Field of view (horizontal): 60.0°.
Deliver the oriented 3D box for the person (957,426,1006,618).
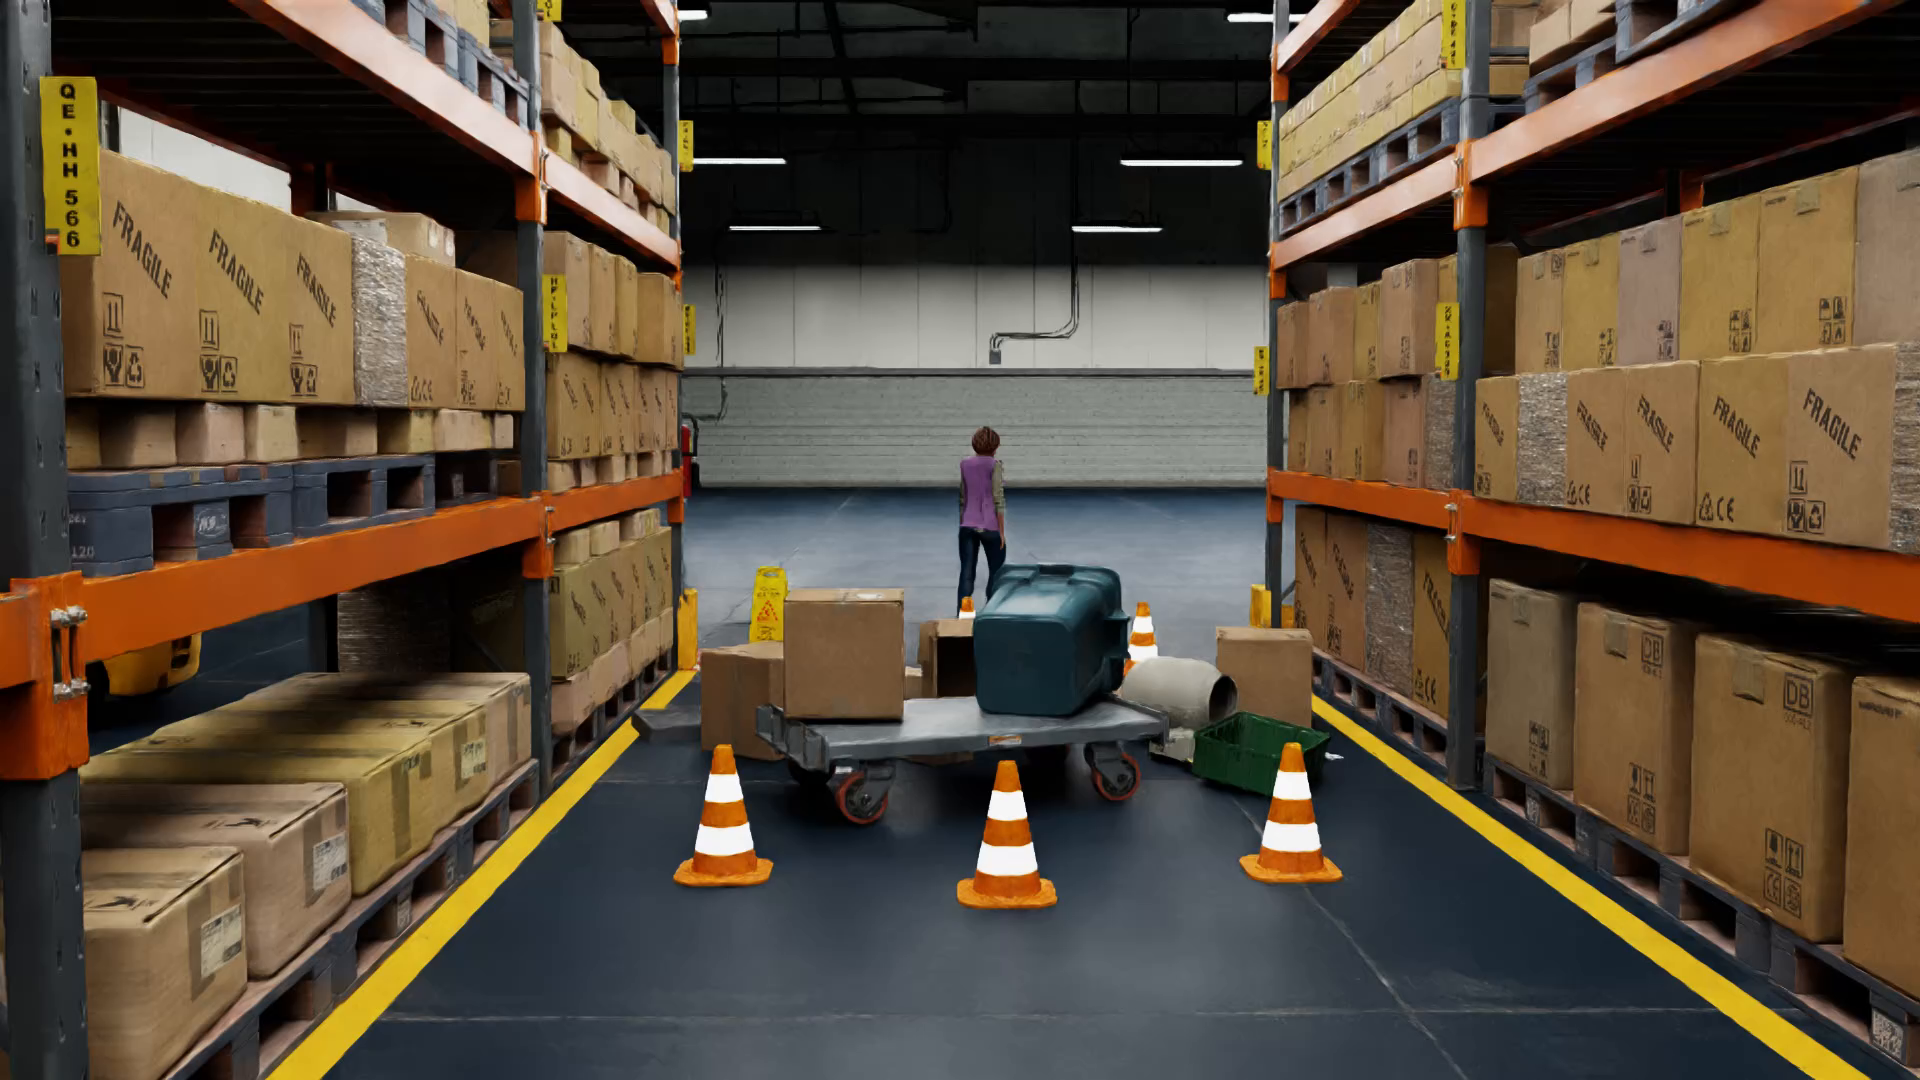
[{"bbox_3d":[0.176,-0.069,12.689,0.417,1.597,0.565,2,4,27],"label":"person"}]
